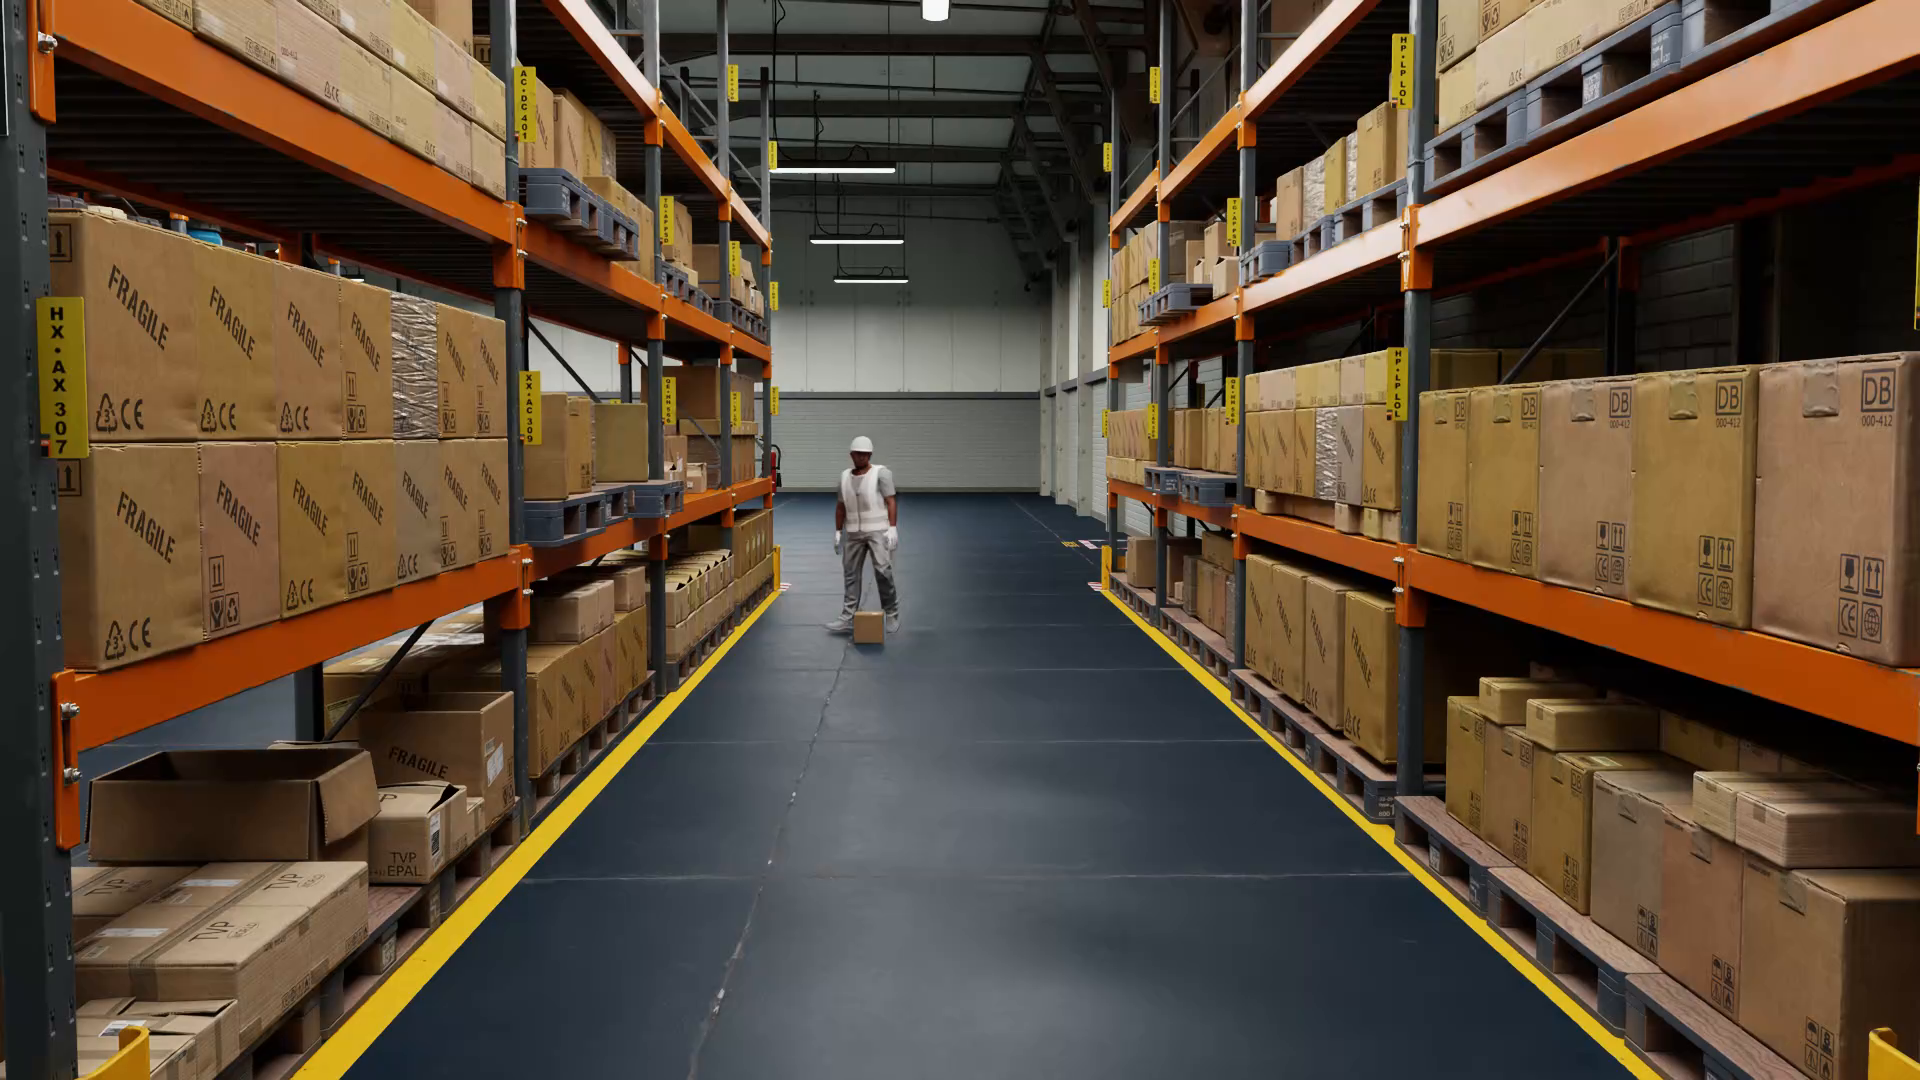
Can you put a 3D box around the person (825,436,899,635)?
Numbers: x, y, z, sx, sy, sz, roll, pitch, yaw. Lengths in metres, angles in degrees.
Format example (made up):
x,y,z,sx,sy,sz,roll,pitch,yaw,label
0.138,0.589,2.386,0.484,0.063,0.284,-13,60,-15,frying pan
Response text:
x,y,z,sx,sy,sz,roll,pitch,yaw,label
-0.870,-0.045,15.105,0.684,1.800,0.411,2,4,25,person
